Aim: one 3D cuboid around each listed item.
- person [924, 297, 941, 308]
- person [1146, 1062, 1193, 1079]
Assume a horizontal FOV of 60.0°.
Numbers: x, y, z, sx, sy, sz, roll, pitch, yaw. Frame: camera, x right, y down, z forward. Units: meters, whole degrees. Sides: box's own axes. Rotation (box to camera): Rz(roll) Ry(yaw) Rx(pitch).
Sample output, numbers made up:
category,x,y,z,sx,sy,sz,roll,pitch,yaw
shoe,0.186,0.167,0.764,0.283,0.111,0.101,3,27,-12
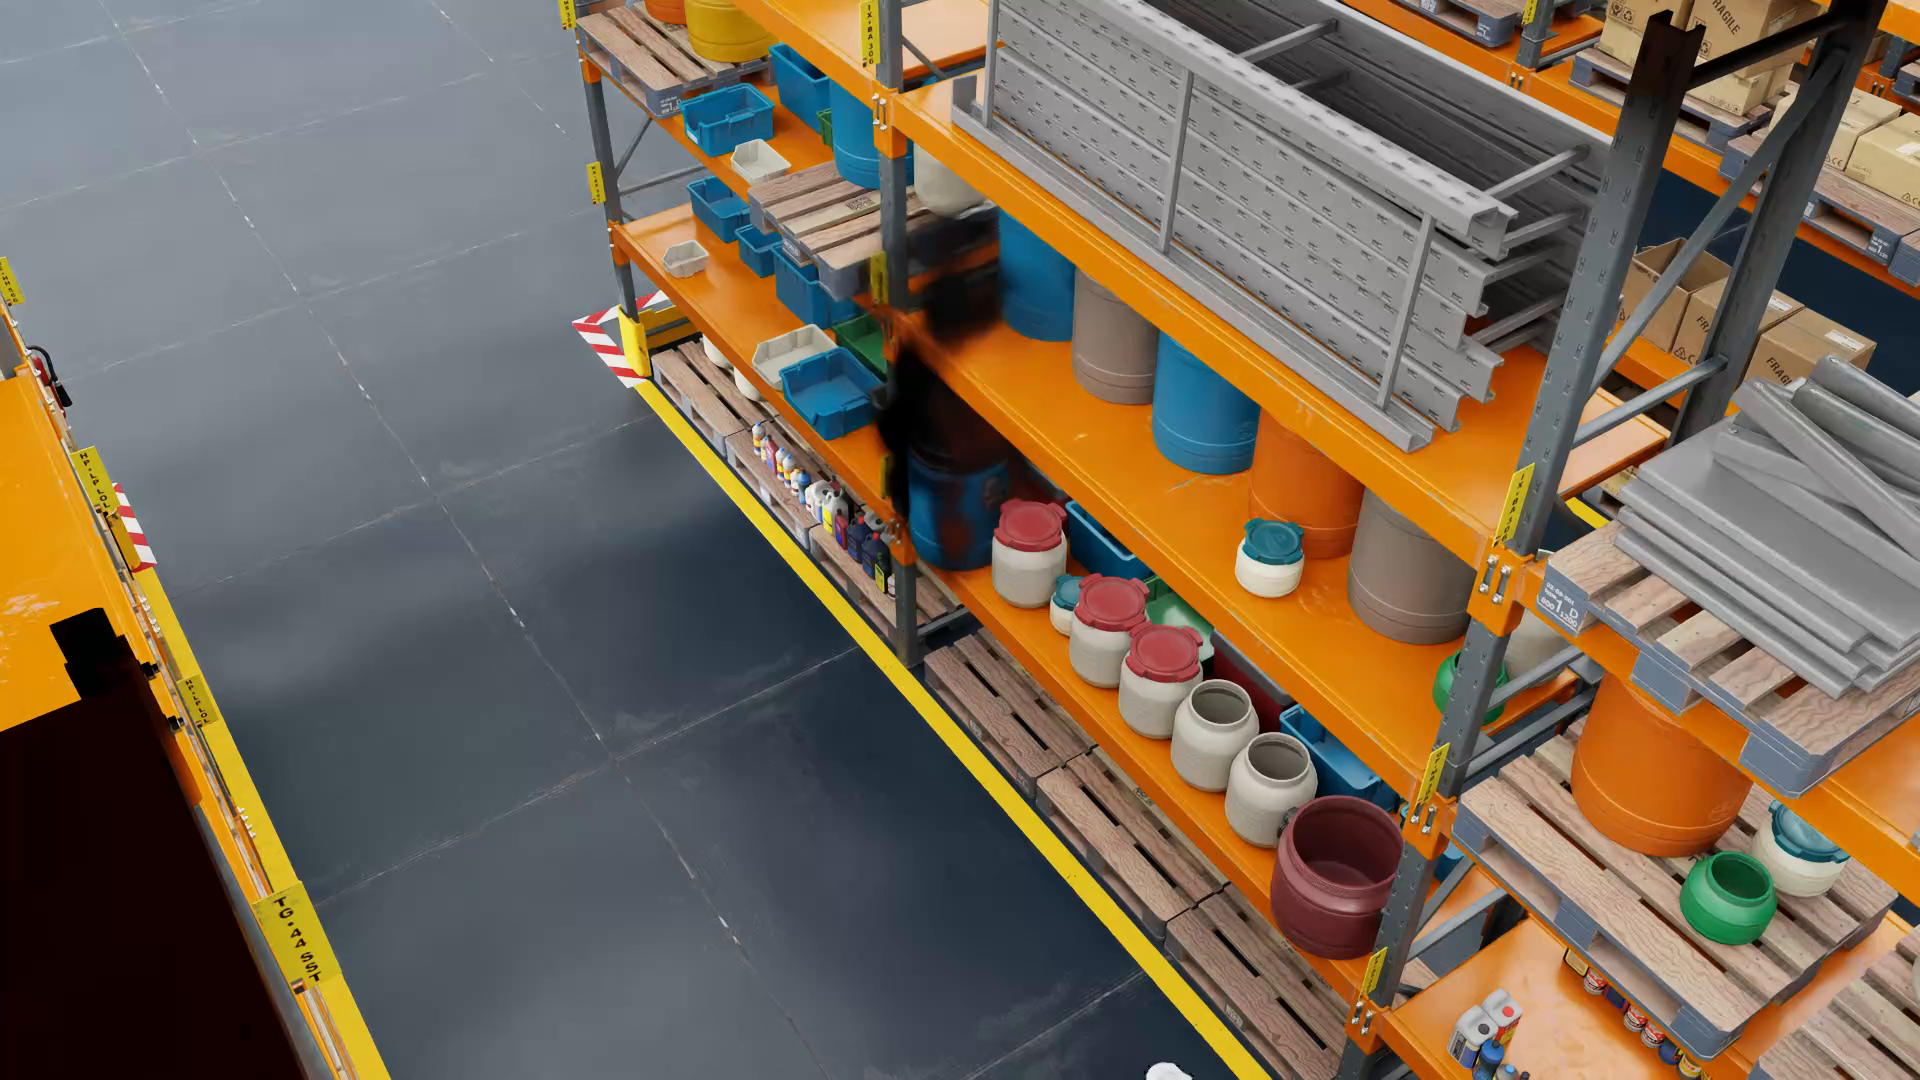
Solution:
category,x,y,z,sx,sy,sz,roll,pitch,yaw
person,-0.445,-2.430,13.112,0.681,1.608,0.577,18,46,19
person,0.867,2.869,7.327,0.649,1.766,0.773,-25,48,-25
